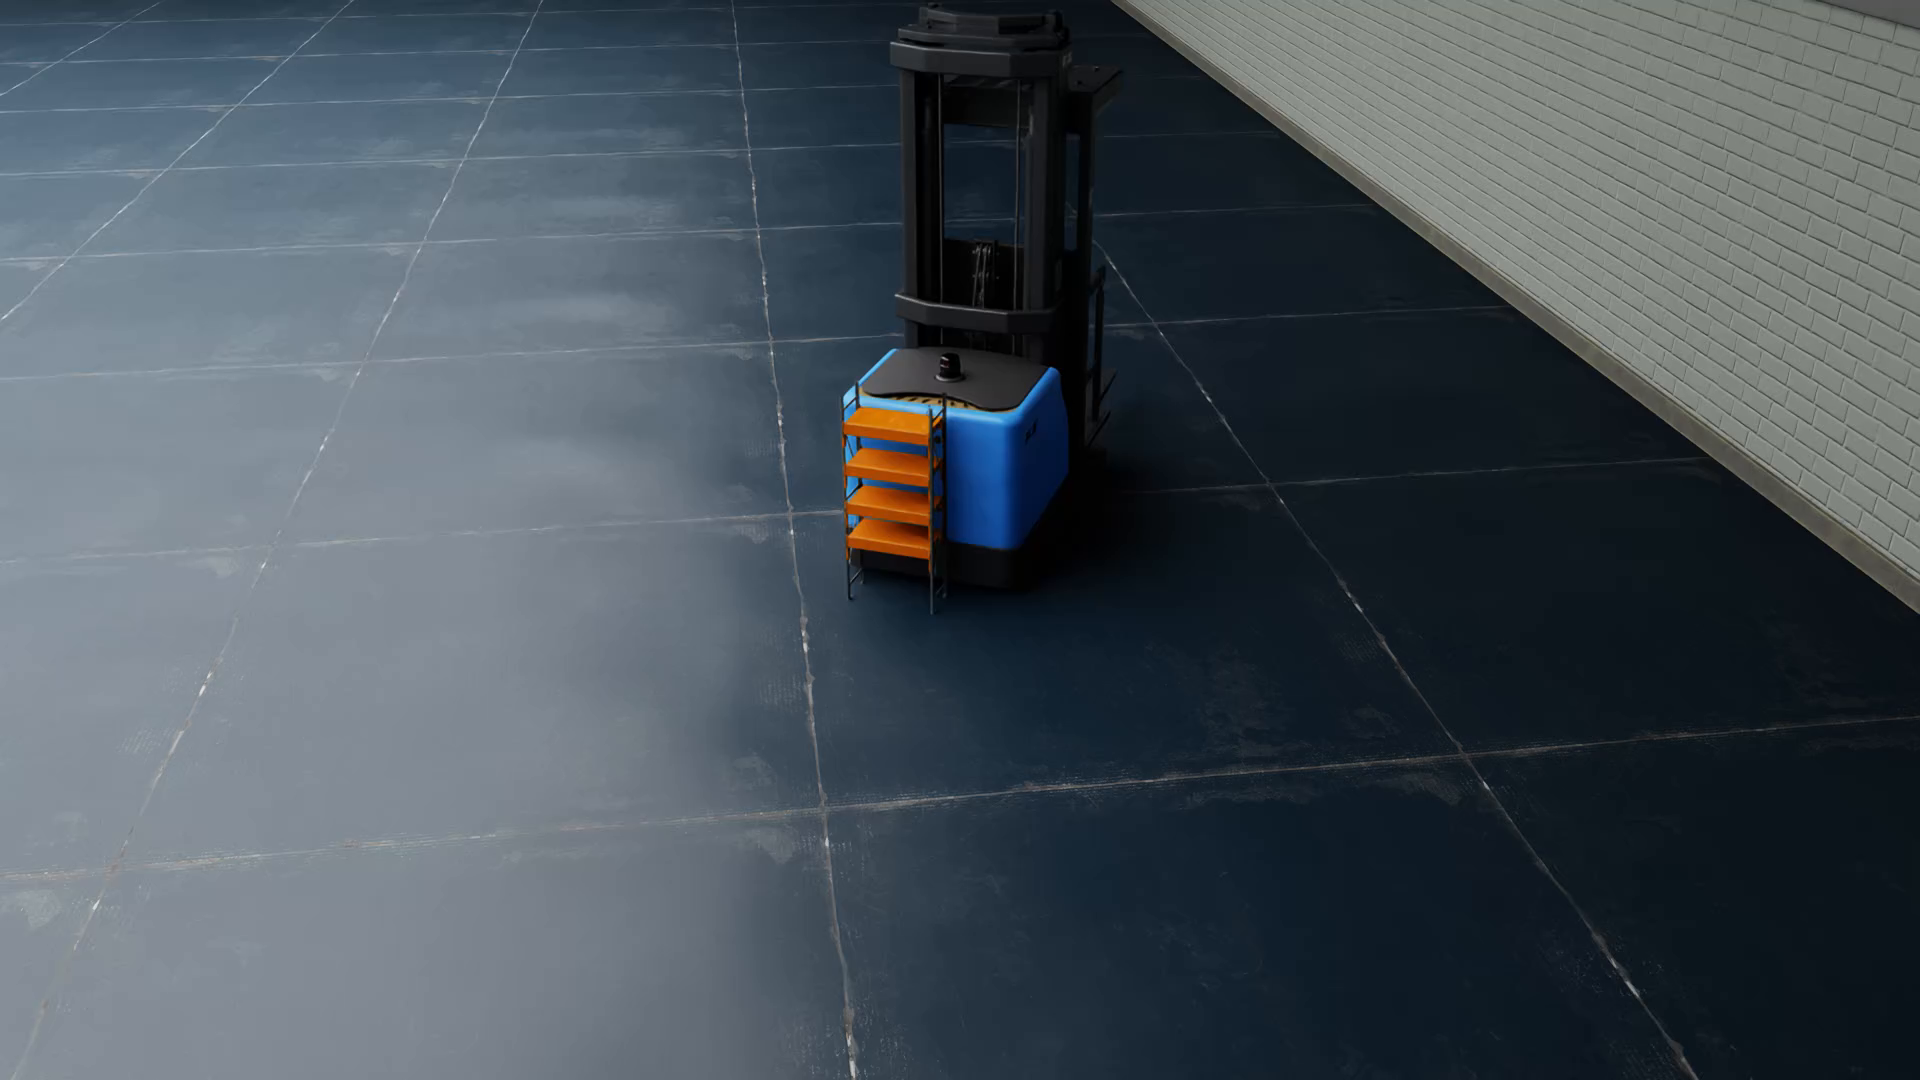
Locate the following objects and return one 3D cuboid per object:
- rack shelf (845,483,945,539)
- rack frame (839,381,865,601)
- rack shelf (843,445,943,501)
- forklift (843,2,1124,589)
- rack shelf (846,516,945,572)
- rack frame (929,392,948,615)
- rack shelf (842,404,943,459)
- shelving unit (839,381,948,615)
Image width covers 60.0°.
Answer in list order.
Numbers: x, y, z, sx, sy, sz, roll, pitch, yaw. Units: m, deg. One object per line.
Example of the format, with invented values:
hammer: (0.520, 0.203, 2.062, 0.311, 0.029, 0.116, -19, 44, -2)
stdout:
rack shelf: (-0.345, -0.158, 8.891, 0.480, 0.148, 0.258, 9, 28, 16)
rack frame: (-0.577, -0.253, 8.928, 0.015, 1.200, 0.240, 9, 28, 16)
rack shelf: (-0.345, -0.357, 8.788, 0.480, 0.148, 0.258, 9, 28, 16)
forklift: (0.296, -1.691, 9.834, 1.130, 2.935, 3.031, 9, 28, 16)
rack shelf: (-0.345, 0.019, 8.981, 0.480, 0.148, 0.258, 9, 28, 16)
rack frame: (-0.113, -0.183, 8.792, 0.015, 1.200, 0.240, 9, 28, 16)
rack shelf: (-0.345, -0.567, 8.680, 0.480, 0.148, 0.258, 9, 28, 16)
shelving unit: (-0.345, -0.218, 8.860, 0.503, 1.200, 0.258, 9, 28, 16)
